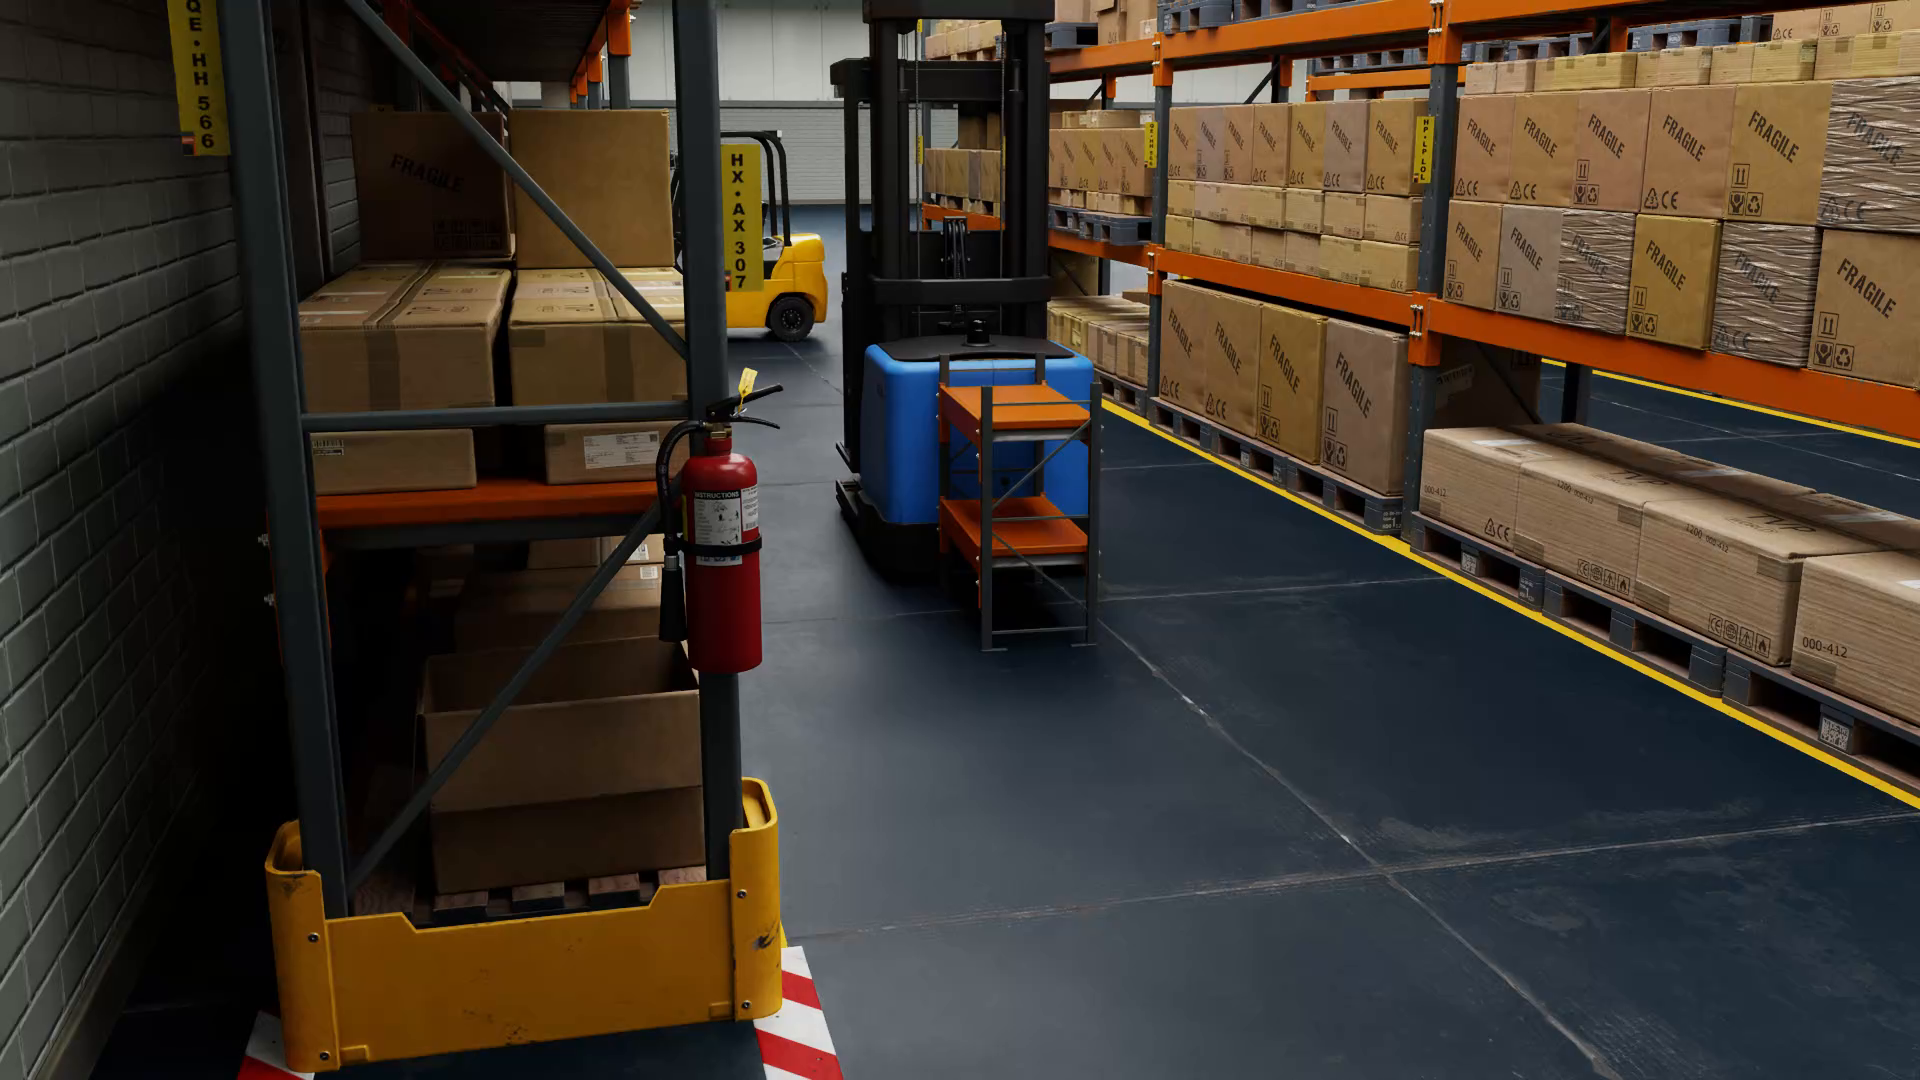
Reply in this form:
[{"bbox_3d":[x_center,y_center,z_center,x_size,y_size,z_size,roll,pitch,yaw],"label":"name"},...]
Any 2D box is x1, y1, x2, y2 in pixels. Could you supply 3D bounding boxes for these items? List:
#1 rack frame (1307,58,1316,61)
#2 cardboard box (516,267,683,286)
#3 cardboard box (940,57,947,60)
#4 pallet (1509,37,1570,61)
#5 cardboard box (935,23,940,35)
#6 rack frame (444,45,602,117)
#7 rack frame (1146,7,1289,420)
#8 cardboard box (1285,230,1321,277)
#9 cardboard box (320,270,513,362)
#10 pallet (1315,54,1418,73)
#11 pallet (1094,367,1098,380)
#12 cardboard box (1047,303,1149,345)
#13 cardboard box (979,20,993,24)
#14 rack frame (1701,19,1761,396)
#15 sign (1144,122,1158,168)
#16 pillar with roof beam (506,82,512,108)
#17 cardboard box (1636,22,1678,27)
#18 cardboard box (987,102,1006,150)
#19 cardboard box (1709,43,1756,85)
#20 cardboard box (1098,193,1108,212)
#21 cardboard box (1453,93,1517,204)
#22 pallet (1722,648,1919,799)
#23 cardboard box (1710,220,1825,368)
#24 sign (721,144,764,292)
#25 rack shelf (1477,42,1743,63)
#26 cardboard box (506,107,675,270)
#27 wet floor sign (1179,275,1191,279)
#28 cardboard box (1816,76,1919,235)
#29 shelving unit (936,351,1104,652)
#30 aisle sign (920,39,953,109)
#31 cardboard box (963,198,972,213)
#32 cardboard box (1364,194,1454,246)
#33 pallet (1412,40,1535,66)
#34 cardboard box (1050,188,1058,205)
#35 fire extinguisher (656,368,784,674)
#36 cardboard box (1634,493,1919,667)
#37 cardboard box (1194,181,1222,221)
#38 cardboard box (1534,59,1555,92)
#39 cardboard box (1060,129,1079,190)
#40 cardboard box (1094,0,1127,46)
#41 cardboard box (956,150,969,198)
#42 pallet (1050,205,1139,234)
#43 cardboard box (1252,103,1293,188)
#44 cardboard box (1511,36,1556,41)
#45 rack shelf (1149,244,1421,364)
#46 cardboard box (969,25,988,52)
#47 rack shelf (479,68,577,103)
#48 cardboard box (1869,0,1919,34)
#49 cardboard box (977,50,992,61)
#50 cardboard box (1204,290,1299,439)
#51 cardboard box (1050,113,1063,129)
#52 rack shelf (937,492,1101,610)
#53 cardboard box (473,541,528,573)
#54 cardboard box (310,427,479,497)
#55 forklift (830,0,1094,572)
[{"bbox_3d":[4.832,-7.453,20.471,1.000,3.000,0.127,-3,14,-13],"label":"rack frame"},{"bbox_3d":[-1.108,-0.695,5.141,0.500,0.250,0.500,-4,14,-14],"label":"cardboard box"},{"bbox_3d":[-0.016,-5.361,18.760,0.380,0.149,0.250,-3,14,-12],"label":"cardboard box"},{"bbox_3d":[6.035,-4.771,16.219,0.805,0.209,1.217,-4,14,-15],"label":"pallet"},{"bbox_3d":[-0.071,-5.868,19.156,0.380,0.149,0.250,-3,14,-14],"label":"cardboard box"},{"bbox_3d":[-2.901,-2.116,11.269,1.000,3.000,0.127,-3,14,-13],"label":"rack frame"},{"bbox_3d":[1.923,-2.394,12.405,1.000,3.000,0.127,-3,14,-13],"label":"rack frame"},{"bbox_3d":[2.294,-1.723,9.973,0.500,0.250,0.500,-4,14,-15],"label":"cardboard box"},{"bbox_3d":[-1.620,-0.667,5.027,0.500,0.250,0.500,-3,14,-11],"label":"cardboard box"},{"bbox_3d":[5.016,-5.782,20.140,1.003,0.211,1.213,-3,14,-13],"label":"pallet"},{"bbox_3d":[1.458,-1.500,14.624,1.003,0.211,1.213,-3,14,-13],"label":"pallet"},{"bbox_3d":[1.281,-1.957,15.271,0.950,0.372,0.625,-2,14,-10],"label":"cardboard box"},{"bbox_3d":[0.399,-5.273,16.720,0.380,0.149,0.250,-3,14,-12],"label":"cardboard box"},{"bbox_3d":[6.711,-2.693,13.629,1.000,3.000,0.127,-3,14,-13],"label":"rack frame"},{"bbox_3d":[1.398,-2.885,12.144,0.100,0.325,0.005,-3,14,-13],"label":"sign"},{"bbox_3d":[-8.353,-13.826,46.558,9.100,9.000,0.400,-3,14,-13],"label":"pillar with roof beam"},{"bbox_3d":[6.030,-4.837,14.777,0.500,0.500,0.500,-3,14,-13],"label":"cardboard box"},{"bbox_3d":[0.690,-4.460,17.920,0.700,0.500,0.500,-3,14,-14],"label":"cardboard box"},{"bbox_3d":[3.127,-1.822,6.381,0.380,0.149,0.250,-3,14,-11],"label":"cardboard box"},{"bbox_3d":[1.330,-2.710,13.344,0.380,0.149,0.250,-4,14,-16],"label":"cardboard box"},{"bbox_3d":[2.739,-1.882,7.992,0.500,0.500,0.500,-3,14,-13],"label":"cardboard box"},{"bbox_3d":[3.538,0.626,5.919,1.003,0.211,1.213,-3,14,-13],"label":"pallet"},{"bbox_3d":[3.198,-0.928,6.195,0.500,0.500,0.500,-3,14,-12],"label":"cardboard box"},{"bbox_3d":[-0.495,-0.721,3.736,0.100,0.325,0.005,-3,14,-13],"label":"sign"},{"bbox_3d":[6.241,-4.262,15.247,1.077,0.370,4.000,-3,14,-13],"label":"rack shelf"},{"bbox_3d":[-1.219,-1.172,5.514,0.500,0.500,0.500,-3,14,-12],"label":"cardboard box"},{"bbox_3d":[2.901,-3.291,21.038,0.267,0.644,0.232,-6,15,-23],"label":"wet floor sign"},{"bbox_3d":[3.306,-1.299,5.608,0.500,0.500,0.500,-3,14,-13],"label":"cardboard box"},{"bbox_3d":[0.243,-0.207,7.403,0.538,1.125,1.048,-2,14,-10],"label":"shelving unit"},{"bbox_3d":[-0.272,-5.499,19.638,0.394,0.787,0.004,-3,14,-13],"label":"aisle sign"},{"bbox_3d":[0.243,-3.604,17.887,0.380,0.149,0.250,-3,14,-13],"label":"cardboard box"},{"bbox_3d":[2.523,-1.729,8.947,0.500,0.250,0.500,-3,14,-13],"label":"cardboard box"},{"bbox_3d":[5.589,-5.219,17.836,1.003,0.211,1.213,-3,14,-13],"label":"pallet"},{"bbox_3d":[1.017,-3.072,14.827,0.380,0.149,0.250,-3,14,-12],"label":"cardboard box"},{"bbox_3d":[-0.538,-0.044,3.735,0.296,0.674,0.183,-3,14,-13],"label":"fire extinguisher"},{"bbox_3d":[3.327,0.135,6.567,0.875,0.438,0.875,-3,14,-12],"label":"cardboard box"},{"bbox_3d":[1.922,-2.314,11.340,0.500,0.250,0.500,-3,14,-12],"label":"cardboard box"},{"bbox_3d":[2.861,-2.118,7.593,0.380,0.149,0.250,-3,14,-14],"label":"cardboard box"},{"bbox_3d":[1.167,-3.241,14.151,0.500,0.500,0.500,-4,14,-15],"label":"cardboard box"},{"bbox_3d":[1.537,-4.251,13.470,0.797,0.503,0.637,-3,14,-13],"label":"cardboard box"},{"bbox_3d":[0.259,-3.954,17.953,0.500,0.500,0.500,-4,14,-14],"label":"cardboard box"},{"bbox_3d":[1.418,-2.755,14.287,1.003,0.211,1.213,-3,14,-13],"label":"pallet"},{"bbox_3d":[2.149,-2.450,10.317,0.500,0.500,0.500,-3,14,-12],"label":"cardboard box"},{"bbox_3d":[6.016,-5.306,17.440,0.380,0.149,0.250,-4,14,-14],"label":"cardboard box"},{"bbox_3d":[2.393,-1.583,10.602,1.077,0.370,4.000,-3,14,-13],"label":"rack shelf"},{"bbox_3d":[0.393,-5.167,17.125,0.500,0.250,0.500,-4,14,-14],"label":"cardboard box"},{"bbox_3d":[-4.310,-4.608,16.664,1.077,0.370,4.000,-3,14,-13],"label":"rack shelf"},{"bbox_3d":[6.833,-3.822,11.720,0.500,0.500,0.500,-3,14,-13],"label":"cardboard box"},{"bbox_3d":[0.385,-4.946,17.059,0.380,0.149,0.250,-3,14,-12],"label":"cardboard box"},{"bbox_3d":[2.210,-1.196,11.093,0.875,0.875,0.875,-3,14,-13],"label":"cardboard box"},{"bbox_3d":[0.750,-3.900,15.483,0.380,0.149,0.250,-3,14,-13],"label":"cardboard box"},{"bbox_3d":[0.243,0.031,7.461,0.538,0.278,1.000,-2,14,-10],"label":"rack shelf"},{"bbox_3d":[-1.480,0.154,6.357,0.700,0.500,0.500,-4,14,-15],"label":"cardboard box"},{"bbox_3d":[-1.361,-0.210,3.996,0.380,0.149,0.250,-3,14,-14],"label":"cardboard box"},{"bbox_3d":[-0.113,-1.569,9.175,1.130,2.935,3.031,-3,14,-10],"label":"forklift"}]
